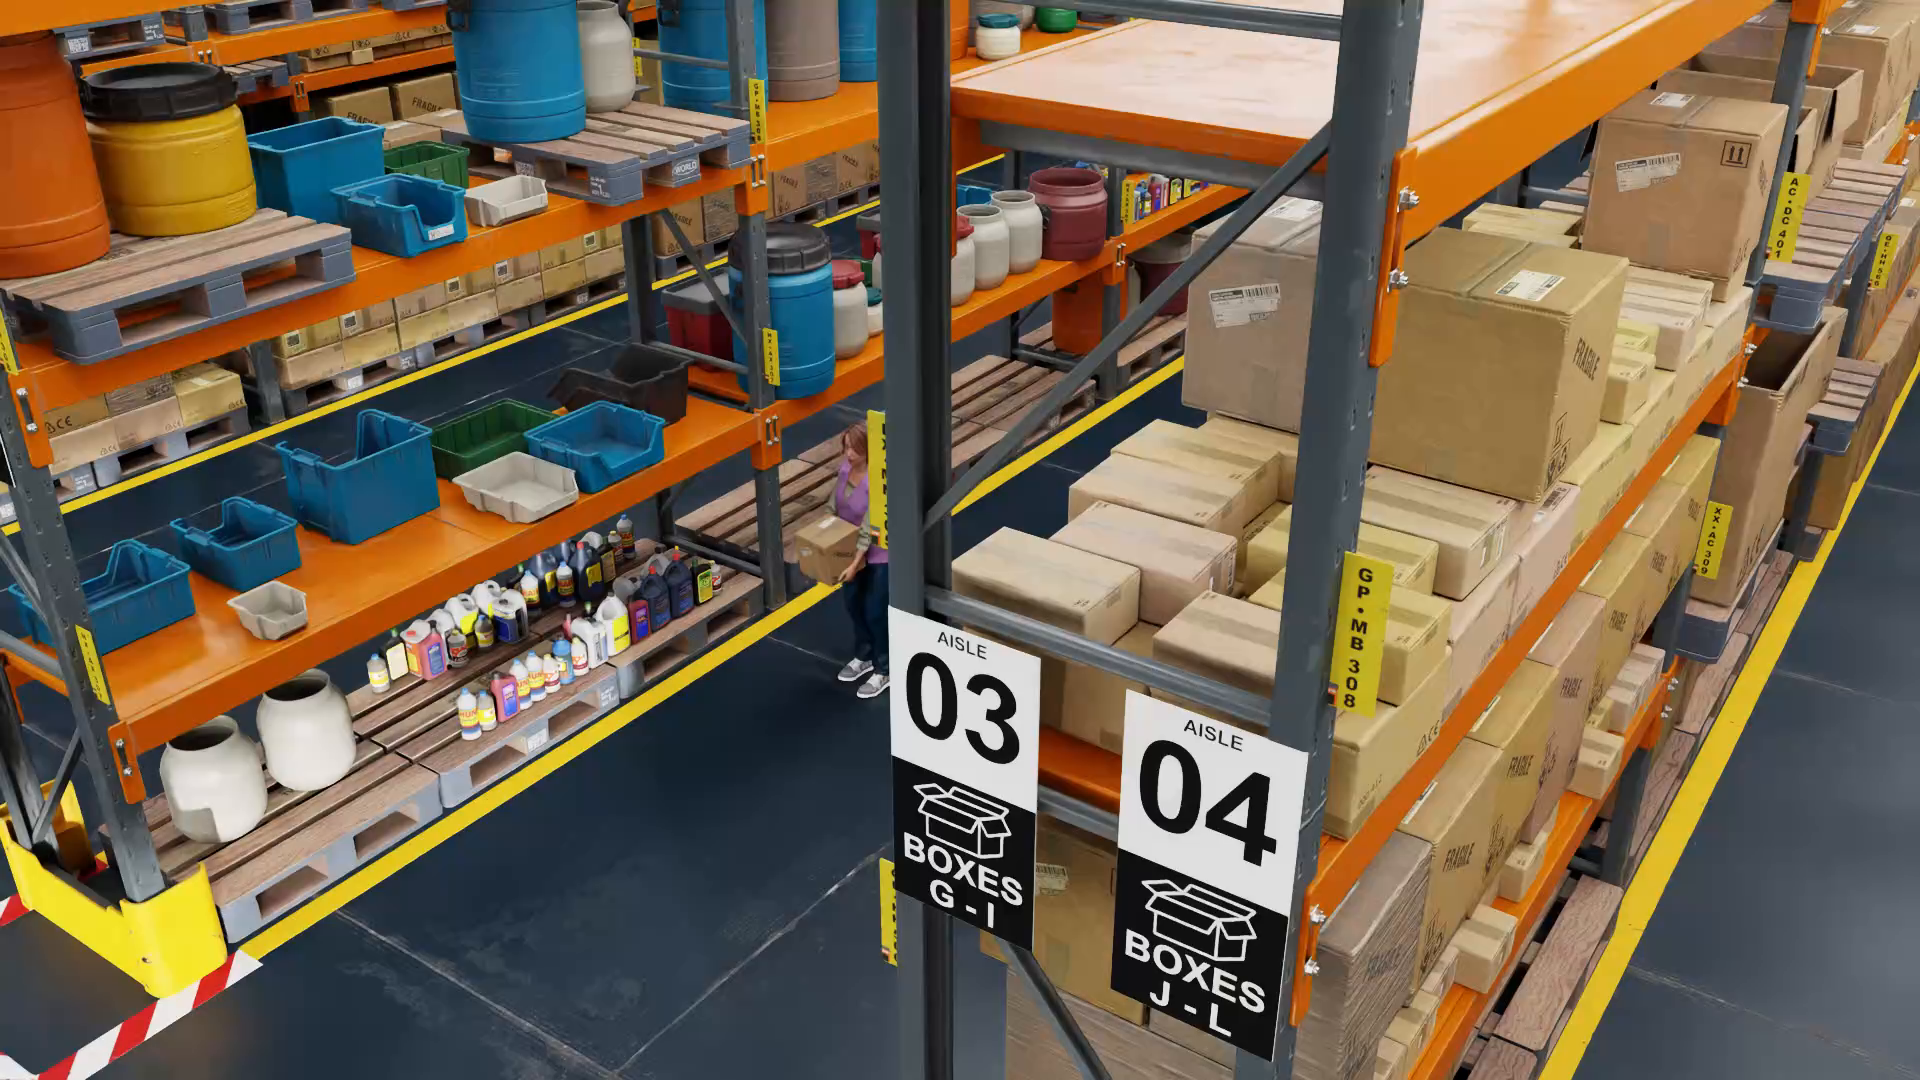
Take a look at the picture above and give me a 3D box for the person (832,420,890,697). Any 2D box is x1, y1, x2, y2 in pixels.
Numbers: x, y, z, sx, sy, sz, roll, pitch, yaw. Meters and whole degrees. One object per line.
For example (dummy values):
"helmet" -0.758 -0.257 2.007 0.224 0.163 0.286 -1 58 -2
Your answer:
"person" -0.547 0.111 8.964 0.489 1.579 0.405 -23 35 -37
